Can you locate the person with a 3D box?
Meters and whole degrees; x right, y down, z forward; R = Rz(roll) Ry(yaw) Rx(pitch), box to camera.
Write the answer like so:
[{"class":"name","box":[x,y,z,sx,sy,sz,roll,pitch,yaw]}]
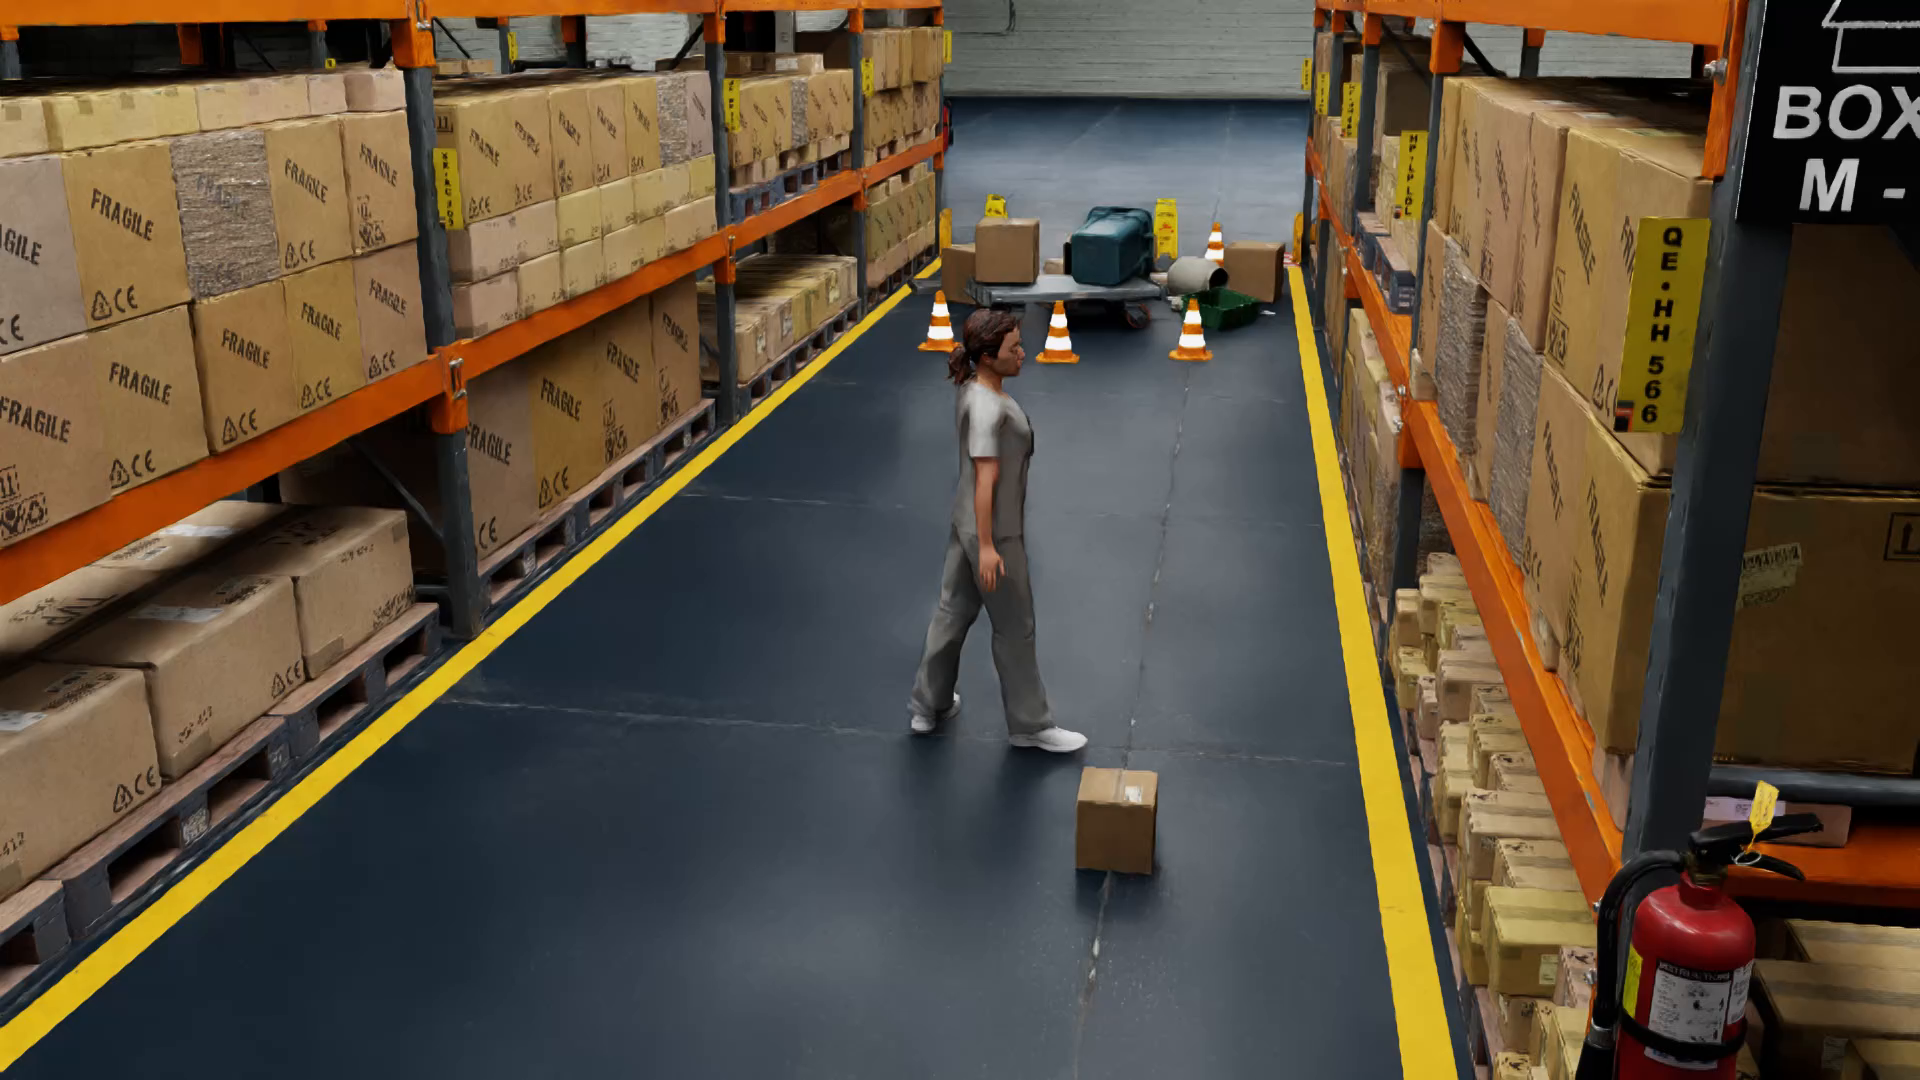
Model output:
[{"class":"person","box":[0.135,-0.020,6.104,0.659,1.661,0.646,-2,18,-6]}]
